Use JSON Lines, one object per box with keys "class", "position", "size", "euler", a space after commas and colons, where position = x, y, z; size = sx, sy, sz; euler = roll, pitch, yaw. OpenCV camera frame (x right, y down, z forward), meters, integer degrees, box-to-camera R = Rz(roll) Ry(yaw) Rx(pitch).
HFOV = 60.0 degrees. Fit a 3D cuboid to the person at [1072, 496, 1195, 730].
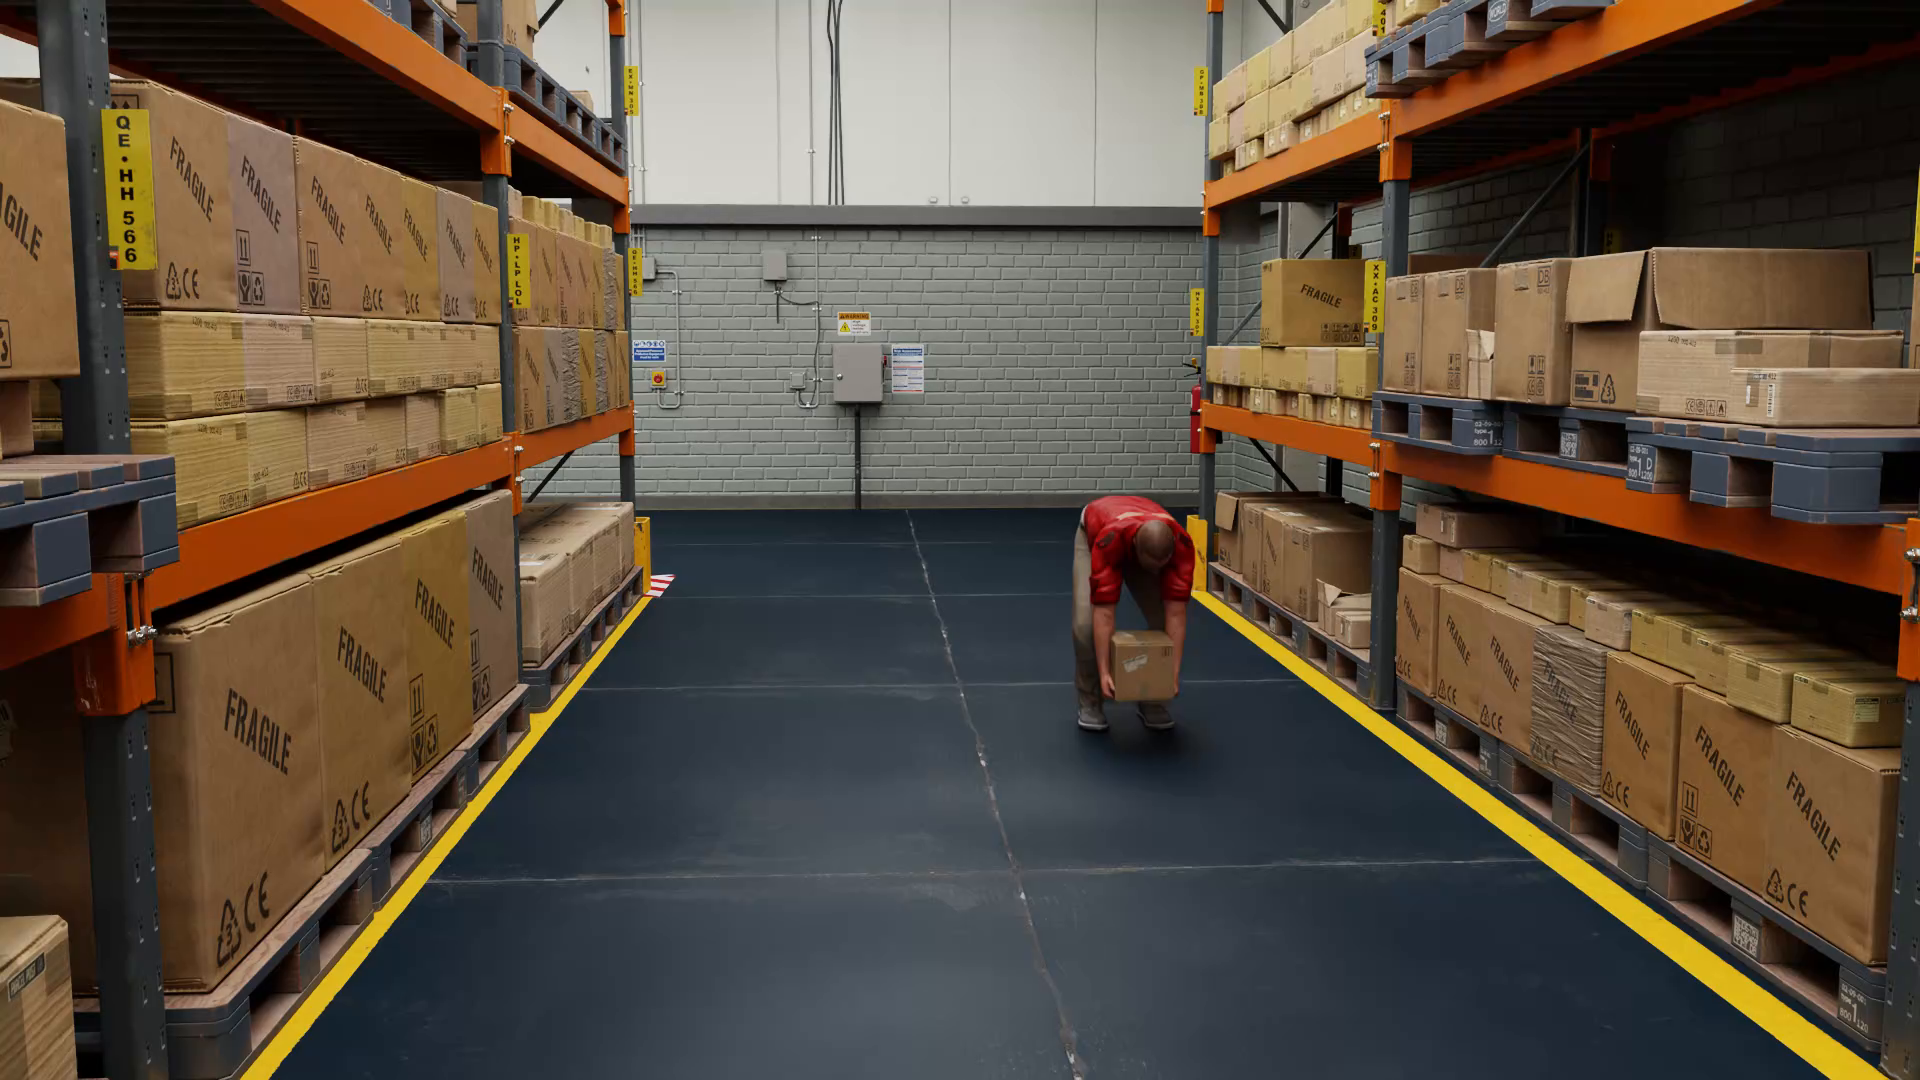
{"class": "person", "position": [0.764, 0.344, 7.305], "size": [0.509, 1.049, 0.963], "euler": [-1, 7, -6]}
